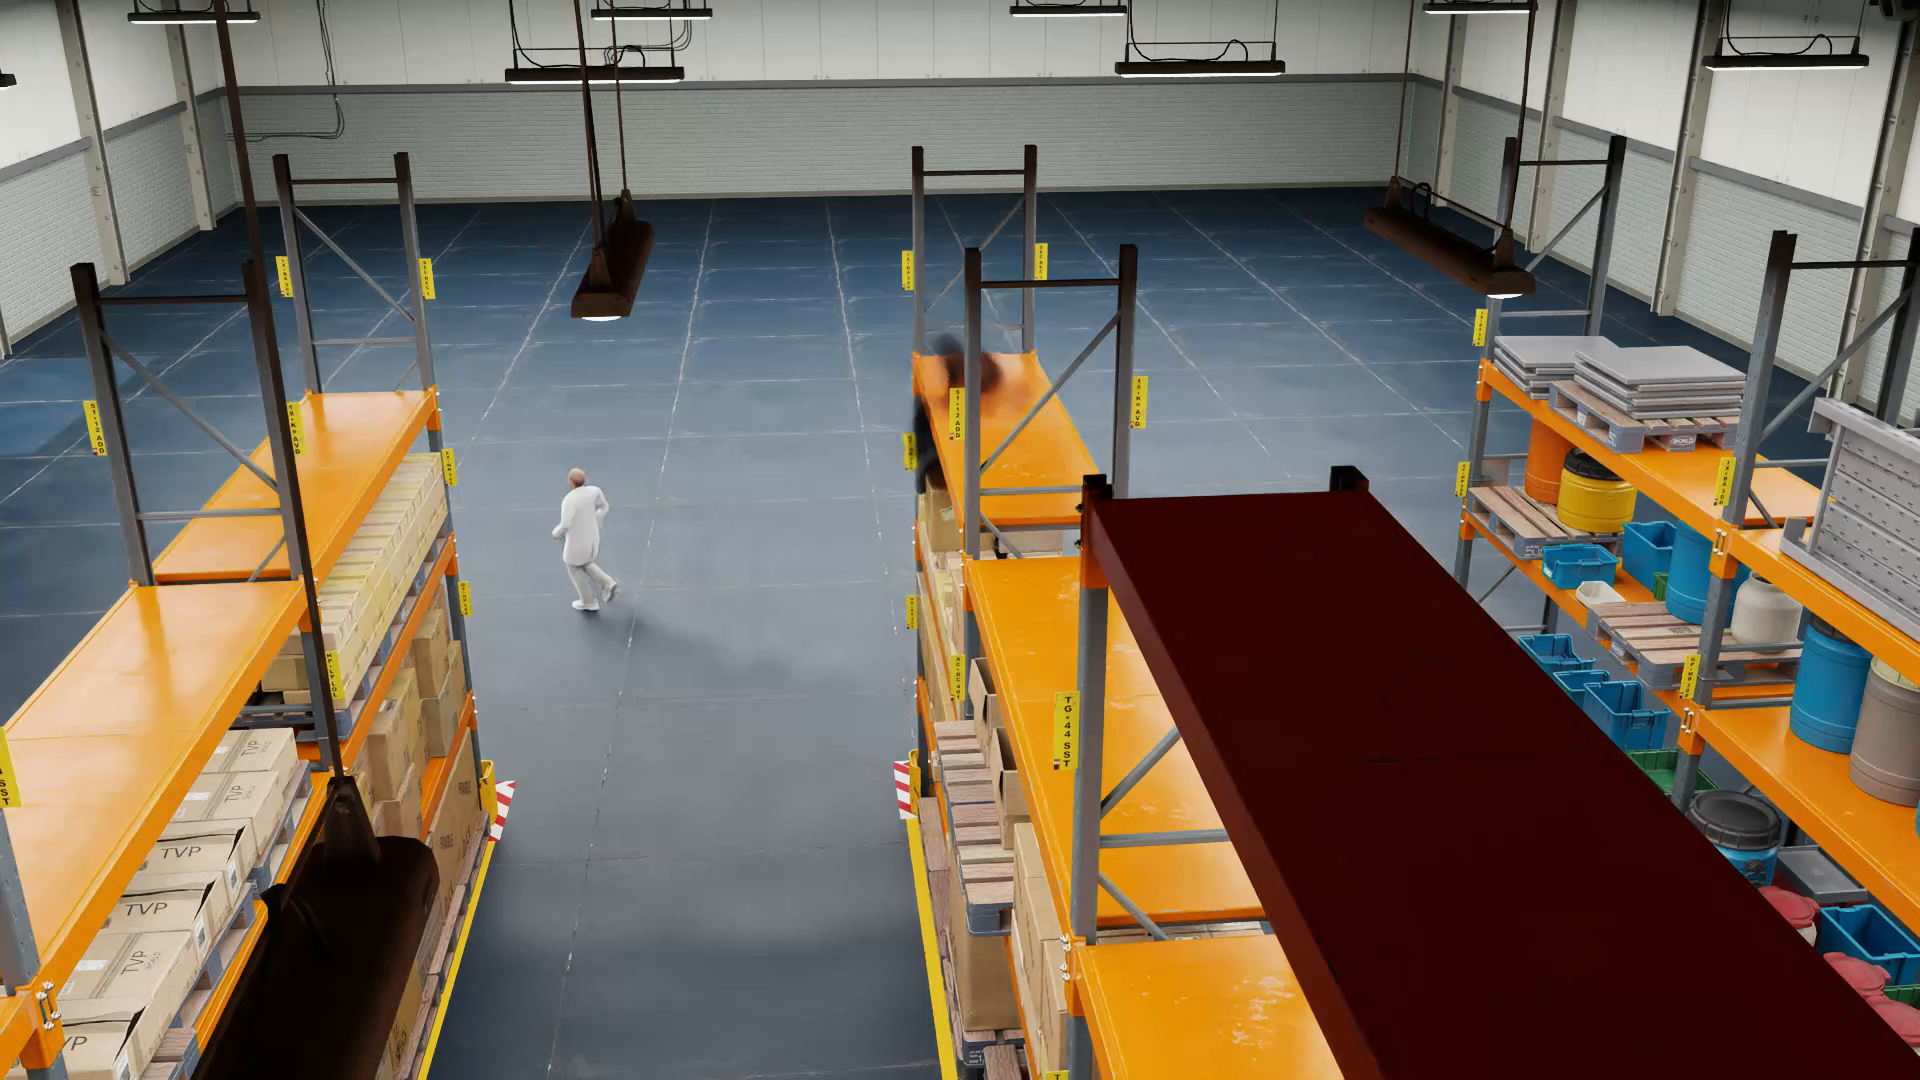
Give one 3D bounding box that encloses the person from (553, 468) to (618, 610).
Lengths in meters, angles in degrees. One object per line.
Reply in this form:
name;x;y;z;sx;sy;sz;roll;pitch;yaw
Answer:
person;-4.339;0.015;19.253;0.636;1.750;0.731;12;25;28
